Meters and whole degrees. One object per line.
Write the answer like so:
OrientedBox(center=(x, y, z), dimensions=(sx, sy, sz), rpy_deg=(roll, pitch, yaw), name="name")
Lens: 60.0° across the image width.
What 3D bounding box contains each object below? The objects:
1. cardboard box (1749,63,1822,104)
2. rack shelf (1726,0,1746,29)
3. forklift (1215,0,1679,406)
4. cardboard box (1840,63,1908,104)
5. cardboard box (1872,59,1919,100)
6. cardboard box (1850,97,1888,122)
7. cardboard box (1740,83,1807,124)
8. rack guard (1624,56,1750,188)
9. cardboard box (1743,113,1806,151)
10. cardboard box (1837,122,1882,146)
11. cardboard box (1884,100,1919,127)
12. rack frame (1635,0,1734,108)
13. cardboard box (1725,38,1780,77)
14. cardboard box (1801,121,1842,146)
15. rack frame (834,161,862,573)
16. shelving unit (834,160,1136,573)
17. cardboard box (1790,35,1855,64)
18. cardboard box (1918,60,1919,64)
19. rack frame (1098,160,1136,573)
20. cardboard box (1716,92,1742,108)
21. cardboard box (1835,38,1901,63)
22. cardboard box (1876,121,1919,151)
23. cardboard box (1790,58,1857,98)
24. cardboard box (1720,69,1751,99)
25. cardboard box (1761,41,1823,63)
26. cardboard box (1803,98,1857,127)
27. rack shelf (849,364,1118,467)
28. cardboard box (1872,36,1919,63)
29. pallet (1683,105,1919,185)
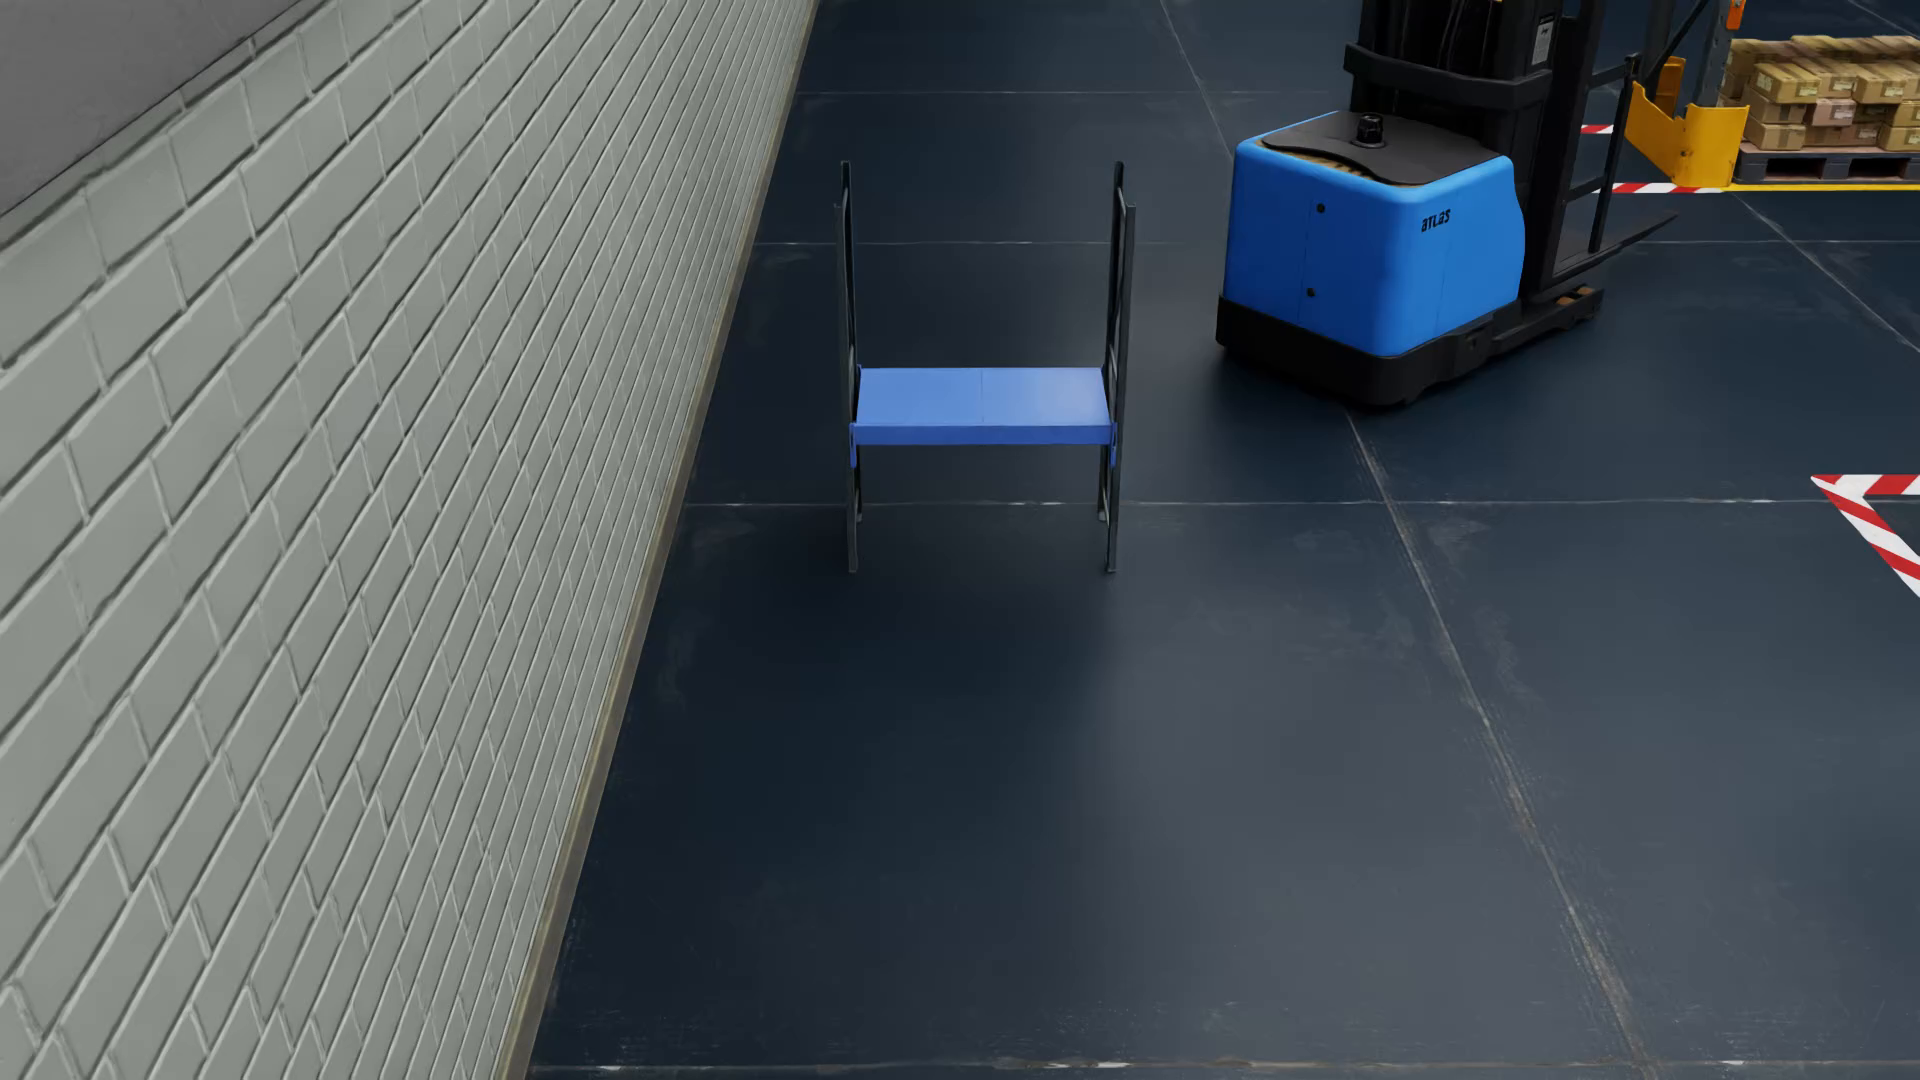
OrientedBox(center=(5.100, -2.824, 10.282), dimensions=(0.250, 0.149, 0.380), rpy_deg=(-2, 31, -3), name="cardboard box")
OrientedBox(center=(6.574, -3.482, 10.291), dimensions=(4.000, 0.370, 1.077), rpy_deg=(0, 31, 0), name="rack shelf")
OrientedBox(center=(2.701, -2.511, 8.064), dimensions=(3.031, 2.935, 1.130), rpy_deg=(-25, 39, -35), name="forklift")
OrientedBox(center=(5.628, -2.821, 10.278), dimensions=(0.250, 0.149, 0.380), rpy_deg=(0, 31, 0), name="cardboard box")
OrientedBox(center=(5.876, -2.865, 10.350), dimensions=(0.250, 0.149, 0.380), rpy_deg=(-2, 31, -3), name="cardboard box")
OrientedBox(center=(5.618, -2.758, 10.460), dimensions=(0.250, 0.149, 0.380), rpy_deg=(0, 31, 0), name="cardboard box")
OrientedBox(center=(5.100, -2.740, 10.430), dimensions=(0.250, 0.149, 0.380), rpy_deg=(1, 31, 2), name="cardboard box")
OrientedBox(center=(4.650, -2.715, 10.742), dimensions=(0.348, 0.500, 1.175), rpy_deg=(0, 31, 0), name="rack guard")
OrientedBox(center=(5.100, -2.580, 10.453), dimensions=(0.250, 0.149, 0.380), rpy_deg=(0, 31, 1), name="cardboard box")
OrientedBox(center=(5.610, -2.627, 10.532), dimensions=(0.250, 0.149, 0.380), rpy_deg=(0, 31, 0), name="cardboard box")
OrientedBox(center=(5.875, -2.702, 10.369), dimensions=(0.250, 0.149, 0.380), rpy_deg=(1, 31, 1), name="cardboard box")
OrientedBox(center=(4.574, -3.783, 10.094), dimensions=(0.127, 3.000, 1.000), rpy_deg=(0, 31, 0), name="rack frame")
OrientedBox(center=(5.102, -3.131, 10.789), dimensions=(0.250, 0.149, 0.380), rpy_deg=(0, 31, 0), name="cardboard box")
OrientedBox(center=(5.361, -2.623, 10.525), dimensions=(0.250, 0.149, 0.380), rpy_deg=(0, 31, 0), name="cardboard box")
OrientedBox(center=(-0.423, -0.640, 6.359), dimensions=(0.032, 1.500, 0.500), rpy_deg=(0, 31, 0), name="rack frame")
OrientedBox(center=(0.085, -0.641, 6.361), dimensions=(1.048, 1.500, 0.538), rpy_deg=(0, 31, 0), name="shelving unit")
OrientedBox(center=(5.612, -3.169, 10.852), dimensions=(0.250, 0.149, 0.380), rpy_deg=(-1, 31, -1), name="cardboard box")
OrientedBox(center=(6.153, -2.861, 10.344), dimensions=(0.250, 0.149, 0.380), rpy_deg=(1, 31, 2), name="cardboard box")
OrientedBox(center=(0.594, -0.643, 6.364), dimensions=(0.032, 1.500, 0.500), rpy_deg=(0, 31, 0), name="rack frame")
OrientedBox(center=(5.100, -2.854, 10.905), dimensions=(0.250, 0.149, 0.380), rpy_deg=(0, 31, 1), name="cardboard box")
OrientedBox(center=(5.871, -3.137, 10.799), dimensions=(0.250, 0.149, 0.380), rpy_deg=(-1, 31, -2), name="cardboard box")
OrientedBox(center=(5.866, -2.571, 10.439), dimensions=(0.250, 0.149, 0.380), rpy_deg=(0, 31, 0), name="cardboard box")
OrientedBox(center=(5.375, -2.887, 10.386), dimensions=(0.250, 0.149, 0.380), rpy_deg=(0, 31, 1), name="cardboard box")
OrientedBox(center=(5.100, -3.021, 10.894), dimensions=(0.250, 0.149, 0.380), rpy_deg=(-1, 31, -2), name="cardboard box")
OrientedBox(center=(5.354, -3.102, 10.742), dimensions=(0.250, 0.149, 0.380), rpy_deg=(0, 31, 1), name="cardboard box")
OrientedBox(center=(5.374, -2.711, 10.384), dimensions=(0.250, 0.149, 0.380), rpy_deg=(0, 31, -1), name="cardboard box")
OrientedBox(center=(0.085, -0.488, 6.455), dimensions=(1.000, 0.185, 0.538), rpy_deg=(0, 31, 0), name="rack shelf")
OrientedBox(center=(6.140, -3.167, 10.848), dimensions=(0.250, 0.149, 0.380), rpy_deg=(1, 31, 2), name="cardboard box")
OrientedBox(center=(5.463, -2.575, 10.791), dimensions=(1.213, 0.211, 1.003), rpy_deg=(0, 31, 0), name="pallet")
